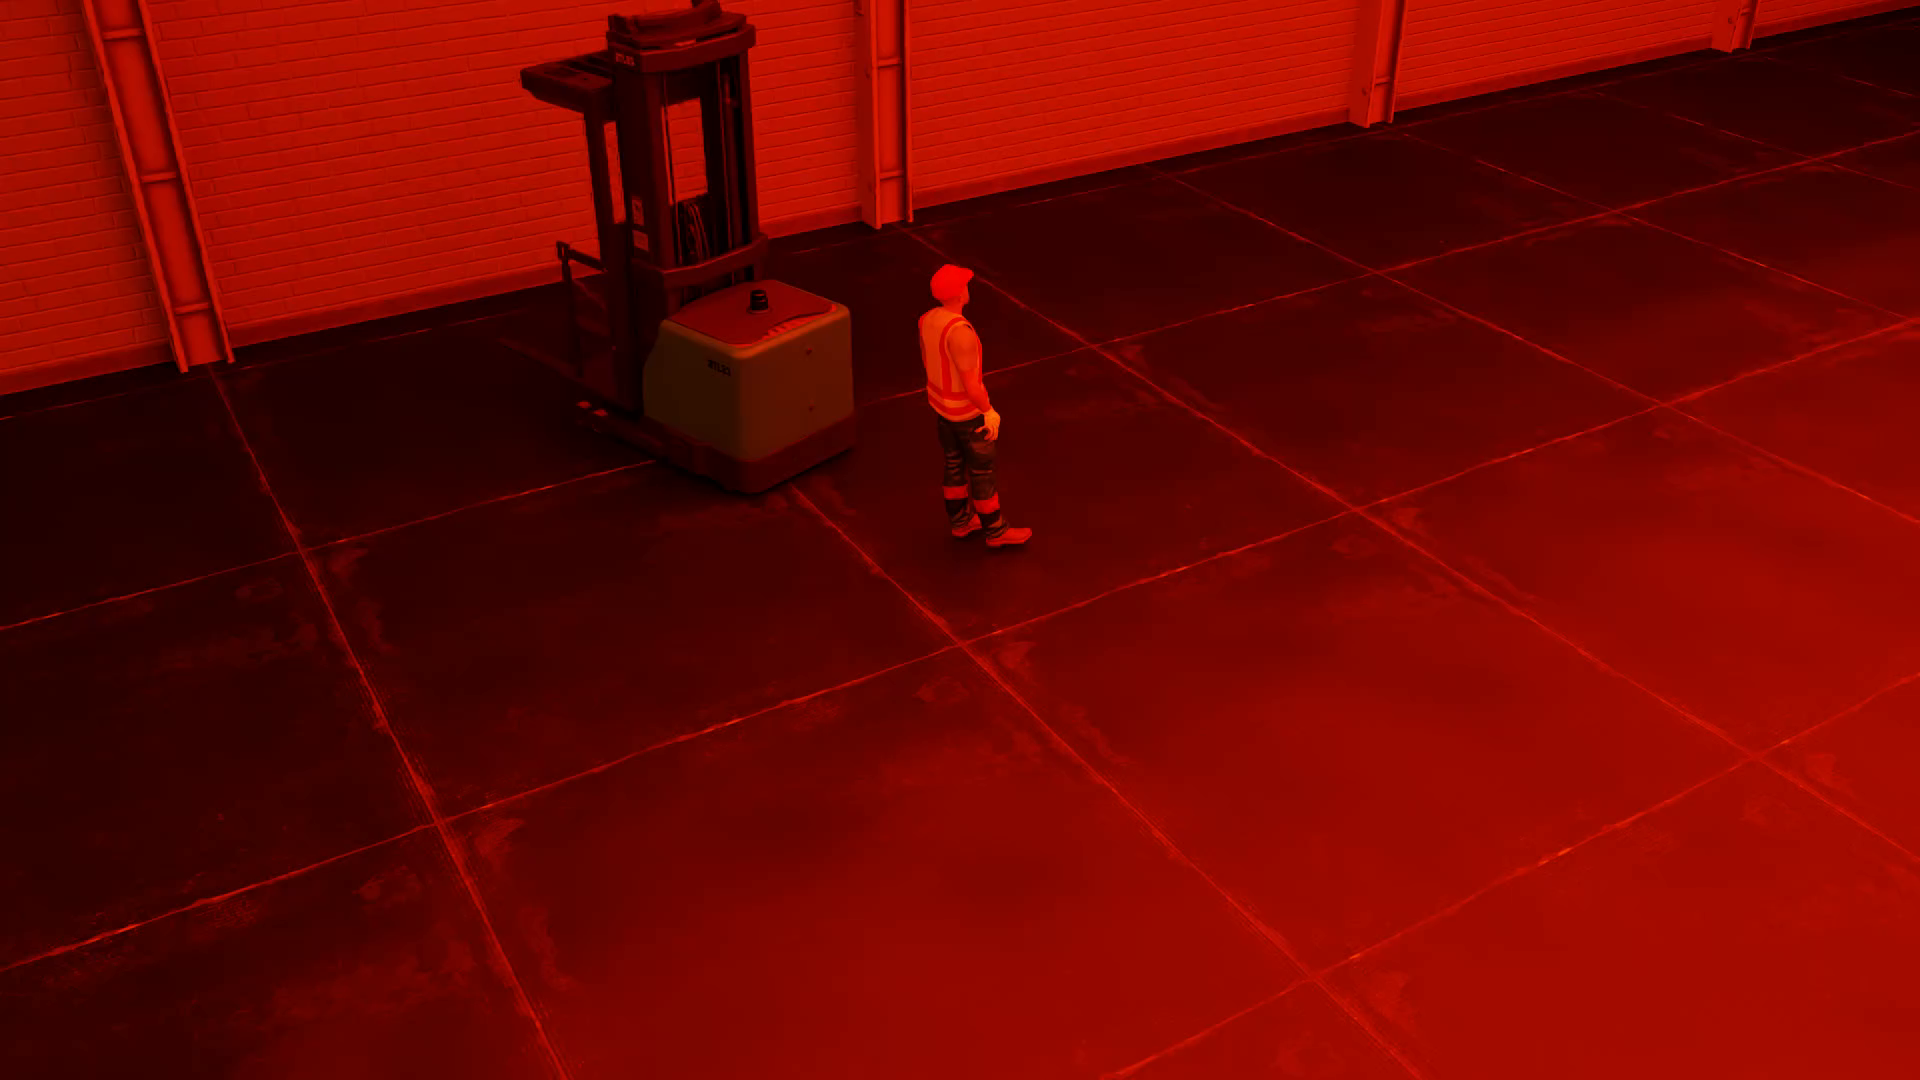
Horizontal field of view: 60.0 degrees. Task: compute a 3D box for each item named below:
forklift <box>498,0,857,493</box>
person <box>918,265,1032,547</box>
[{"bbox_3d":[-2.148,-2.193,11.309,3.031,2.935,1.130,24,39,35],"label":"forklift"},{"bbox_3d":[0.075,-0.824,10.042,0.563,1.788,0.638,-17,35,-26],"label":"person"}]
